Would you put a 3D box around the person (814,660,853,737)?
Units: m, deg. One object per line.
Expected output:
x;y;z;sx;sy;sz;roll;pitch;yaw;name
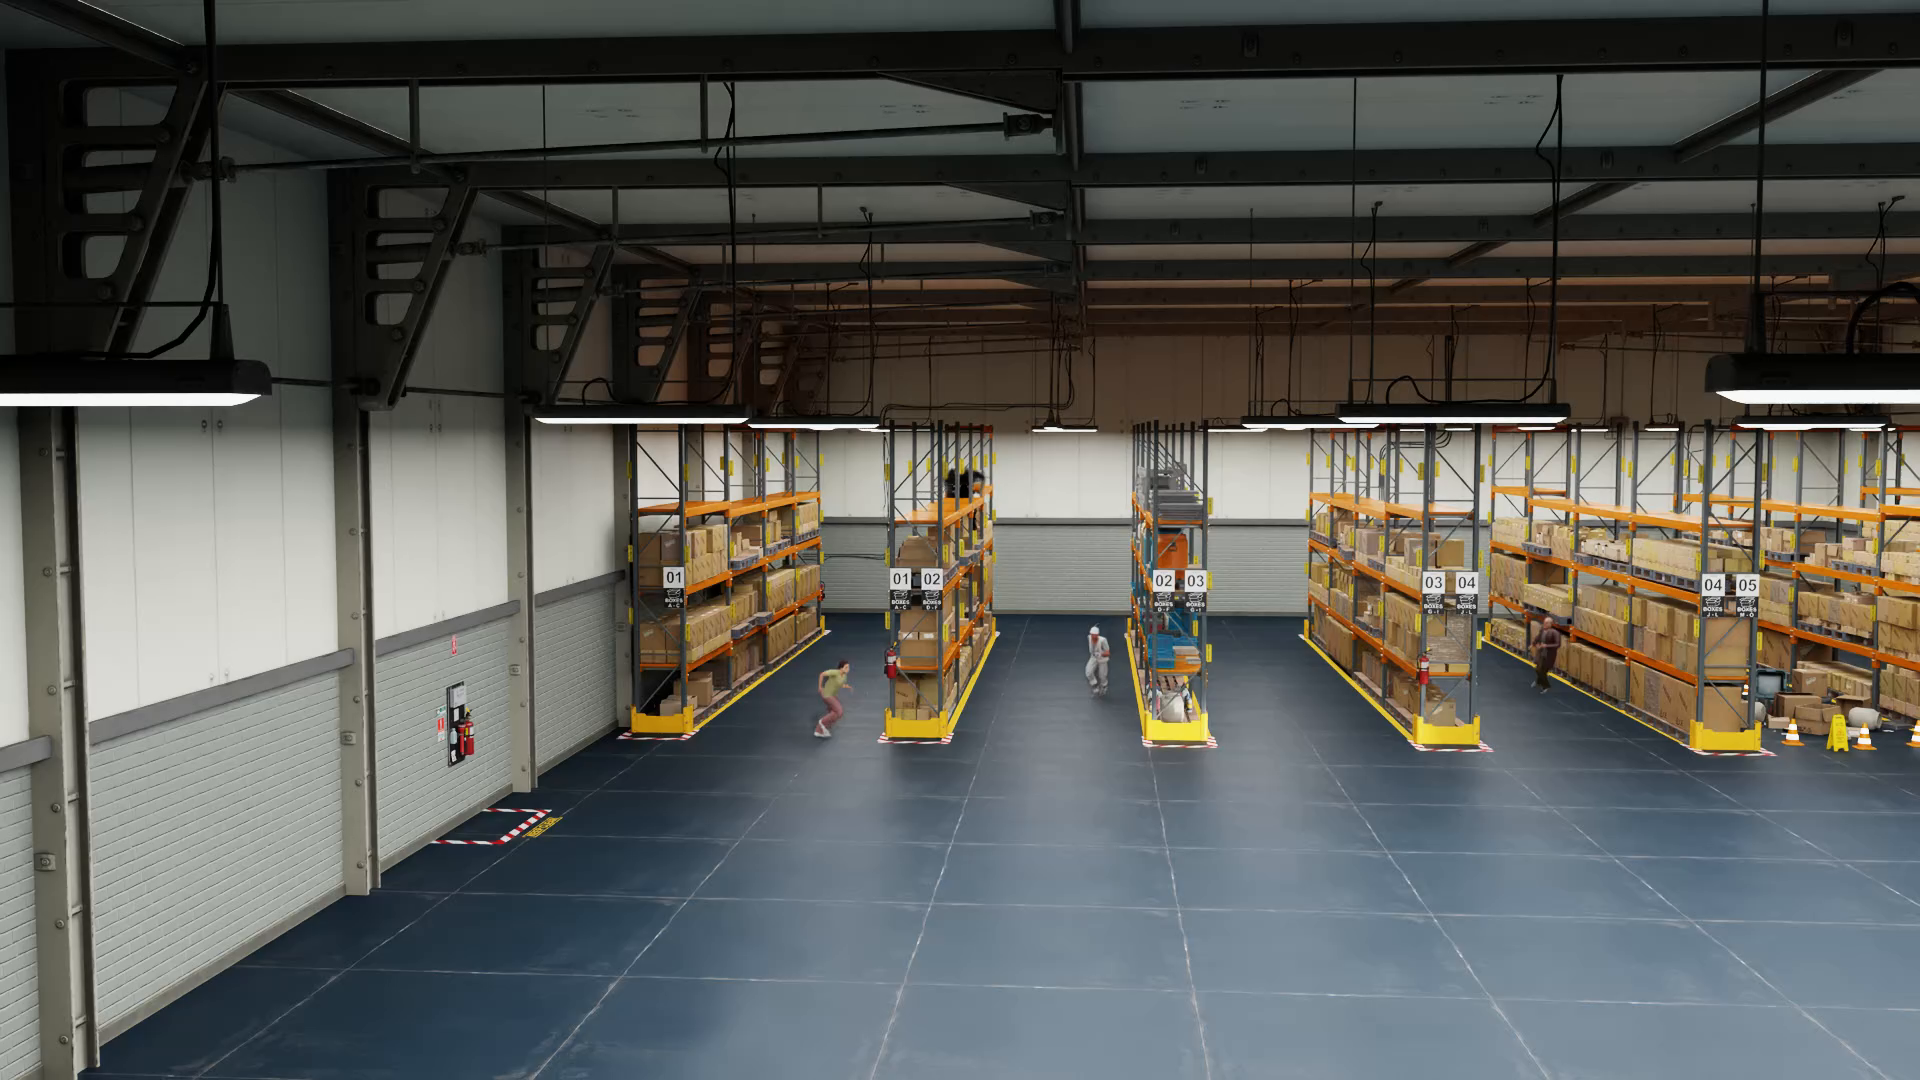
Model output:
-2.403;2.988;31.301;0.829;1.502;0.608;2;4;28;person

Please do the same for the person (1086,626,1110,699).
3.009;2.624;36.032;0.684;1.577;1.121;2;4;28;person

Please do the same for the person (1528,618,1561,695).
12.989;2.559;36.865;0.811;1.729;0.753;3;5;41;person
